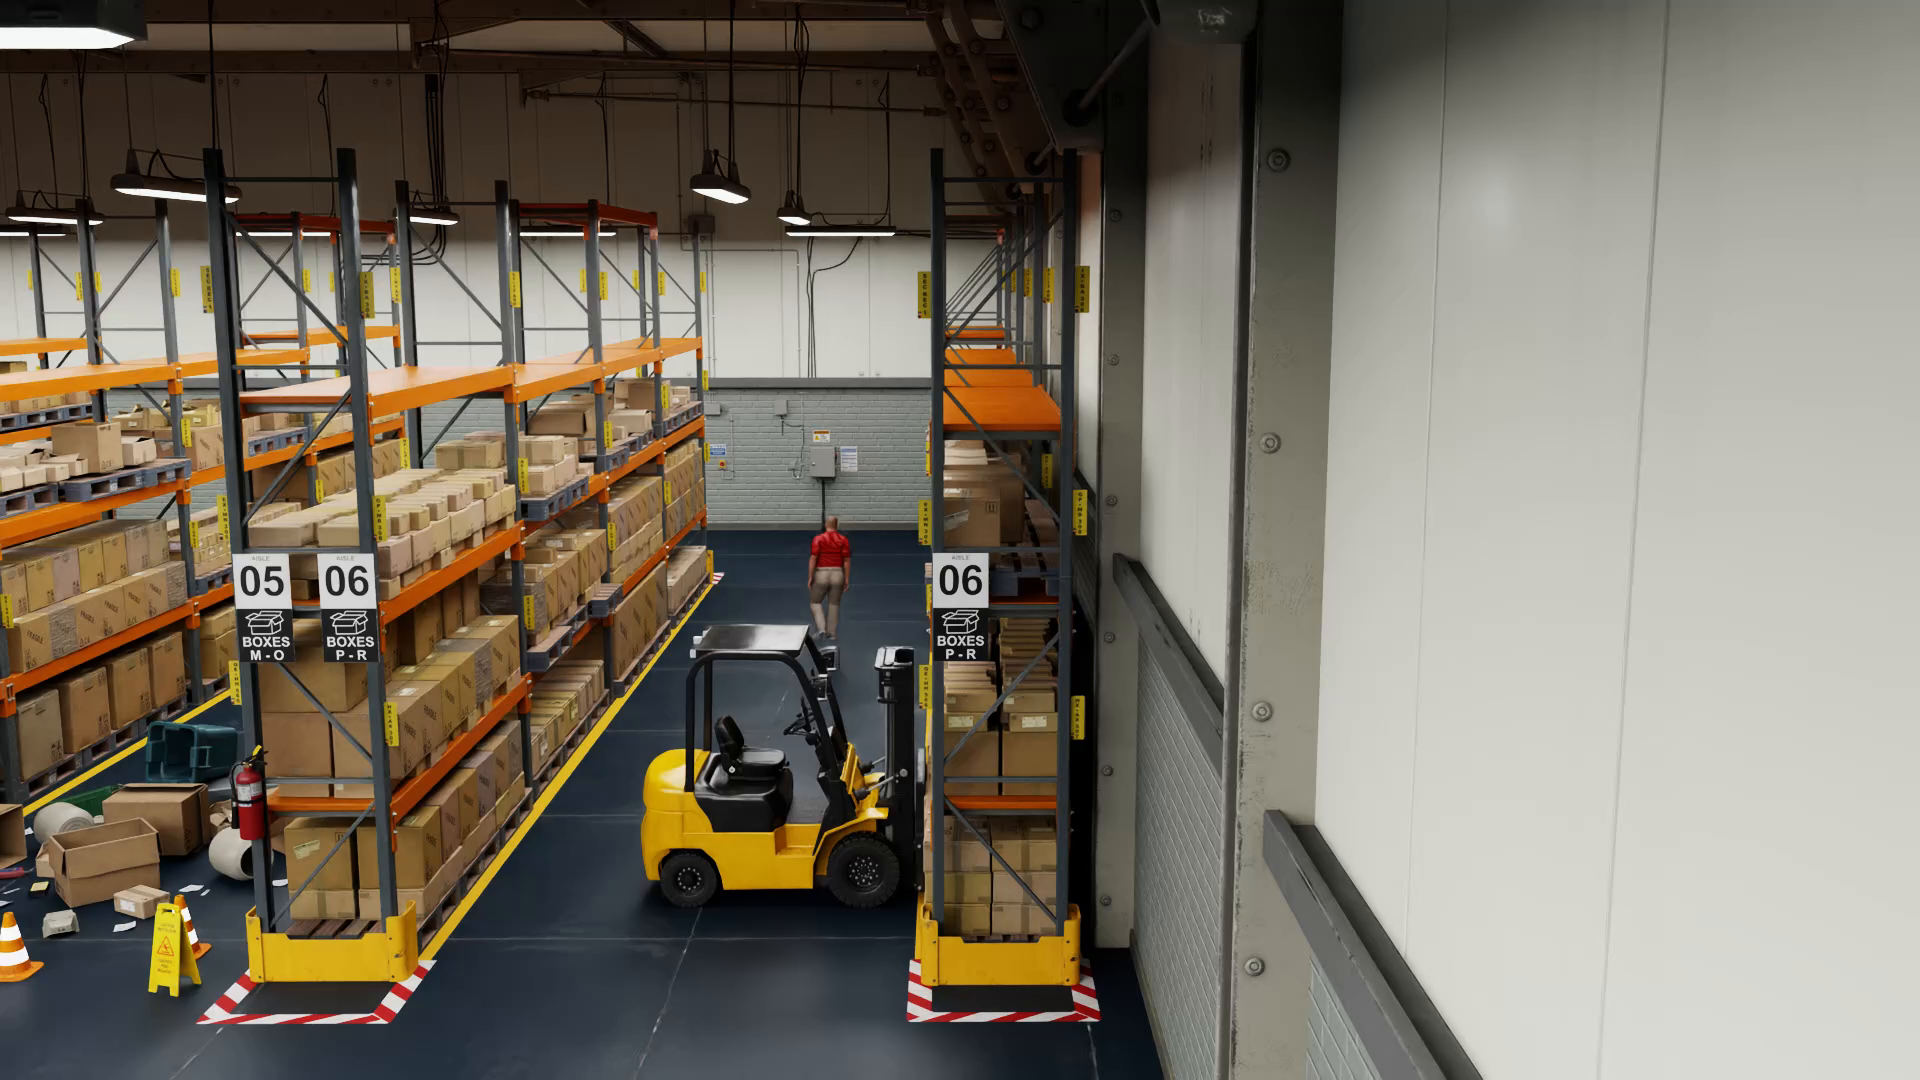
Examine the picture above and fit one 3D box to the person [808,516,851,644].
[{"bbox_3d":[-1.740,0.534,22.210,0.580,1.706,0.500,-2,9,-9],"label":"person"}]
